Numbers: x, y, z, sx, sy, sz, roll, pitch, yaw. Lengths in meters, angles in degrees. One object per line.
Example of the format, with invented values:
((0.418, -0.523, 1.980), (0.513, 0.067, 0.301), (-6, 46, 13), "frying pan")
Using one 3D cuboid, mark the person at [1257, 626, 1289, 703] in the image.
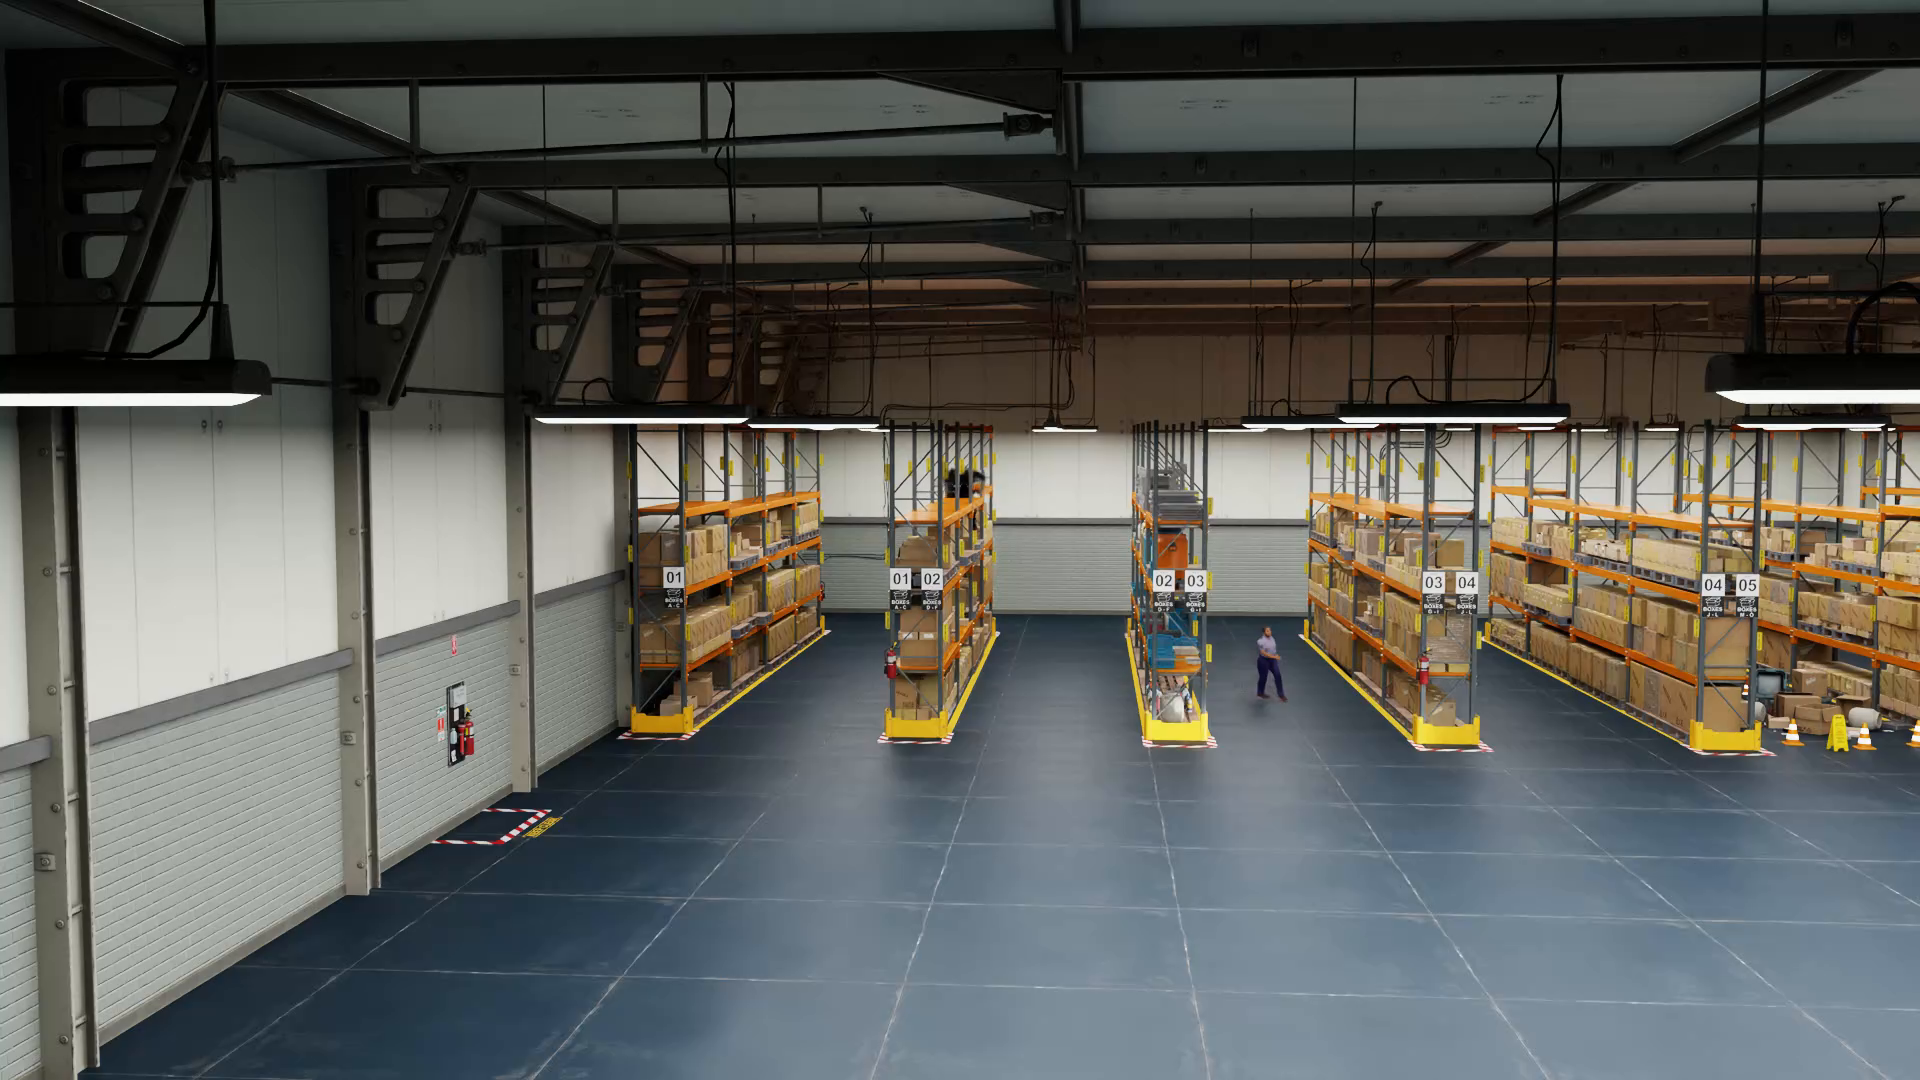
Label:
((6.626, 2.649, 35.703), (0.596, 1.629, 0.763), (-2, 4, -28), "person")
